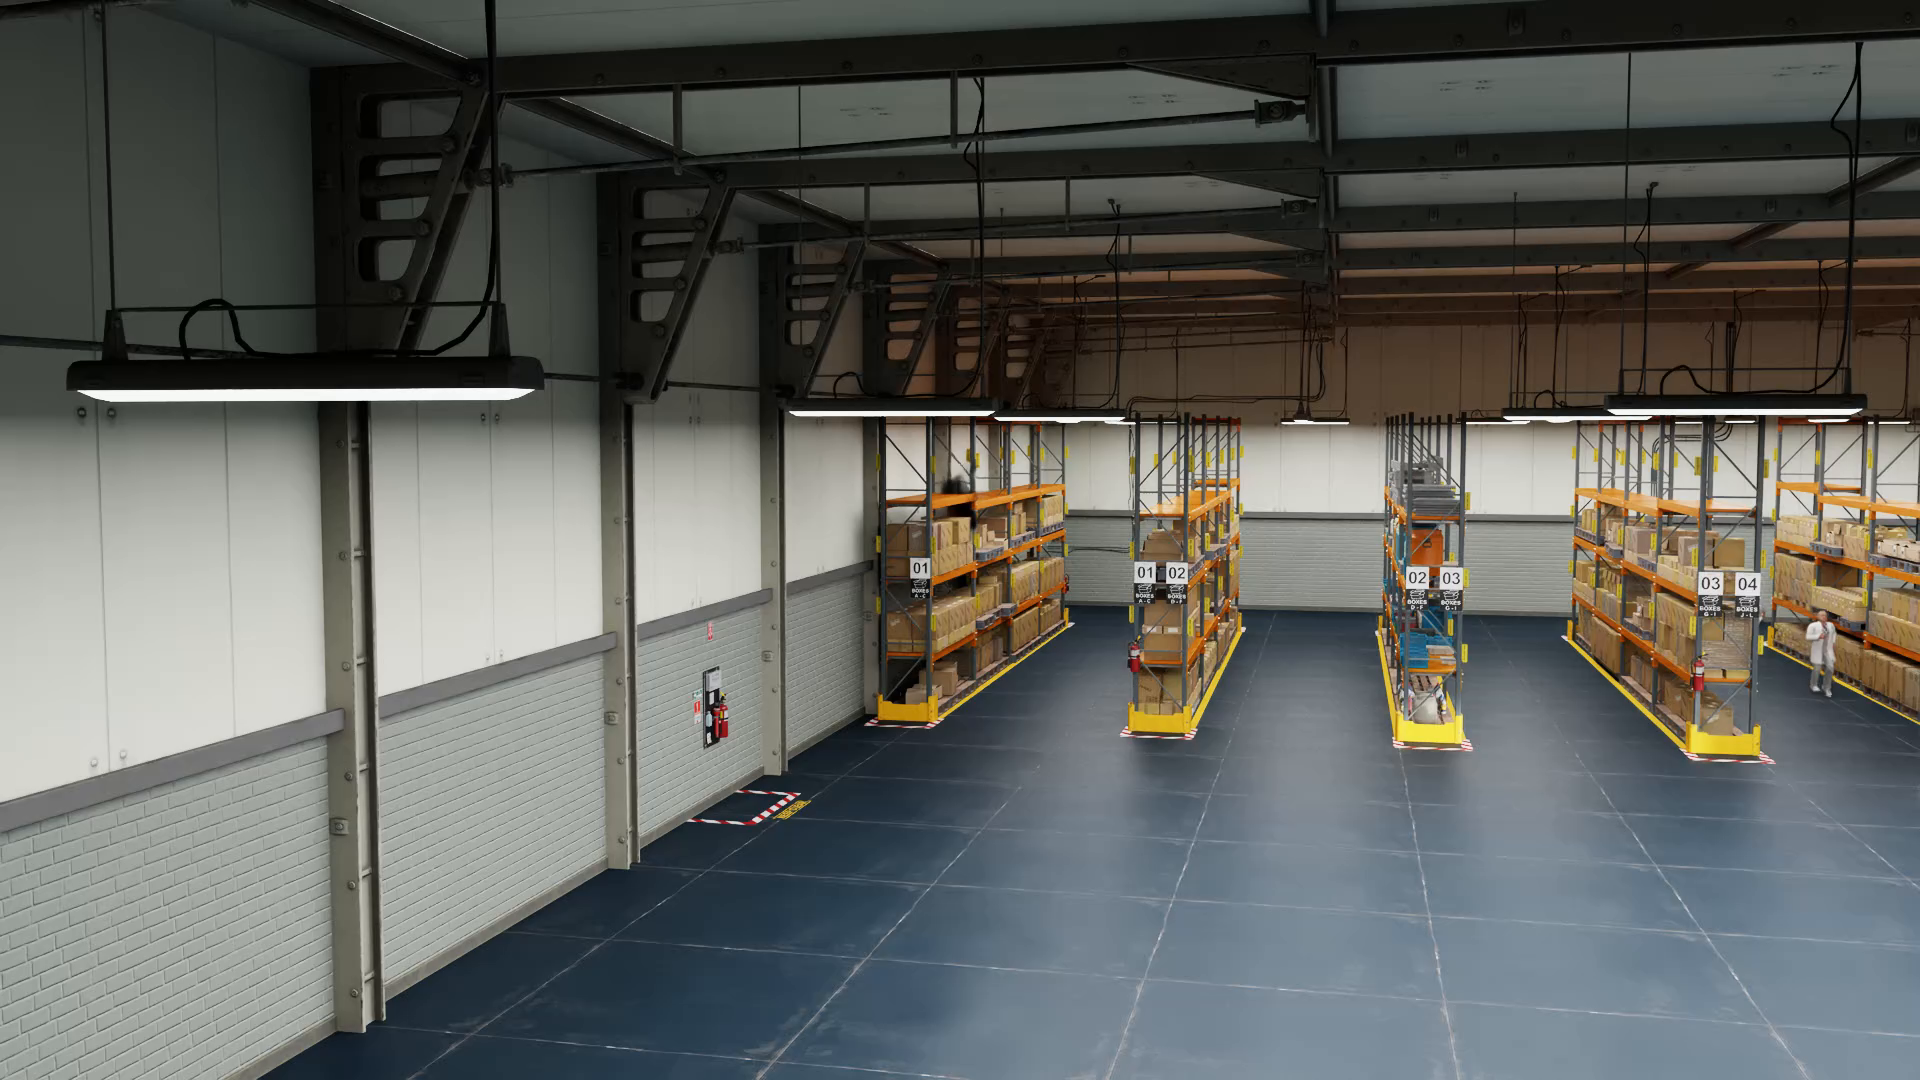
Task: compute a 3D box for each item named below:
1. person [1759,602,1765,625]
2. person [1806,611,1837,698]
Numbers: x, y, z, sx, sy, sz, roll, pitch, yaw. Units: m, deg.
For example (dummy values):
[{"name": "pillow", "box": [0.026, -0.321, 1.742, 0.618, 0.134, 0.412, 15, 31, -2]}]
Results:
[{"name": "person", "box": [19.328, 2.095, 40.639, 0.661, 1.744, 0.594, 1, 4, 17]}, {"name": "person", "box": [18.437, 2.427, 35.567, 0.686, 1.837, 0.806, 1, 4, 9]}]
